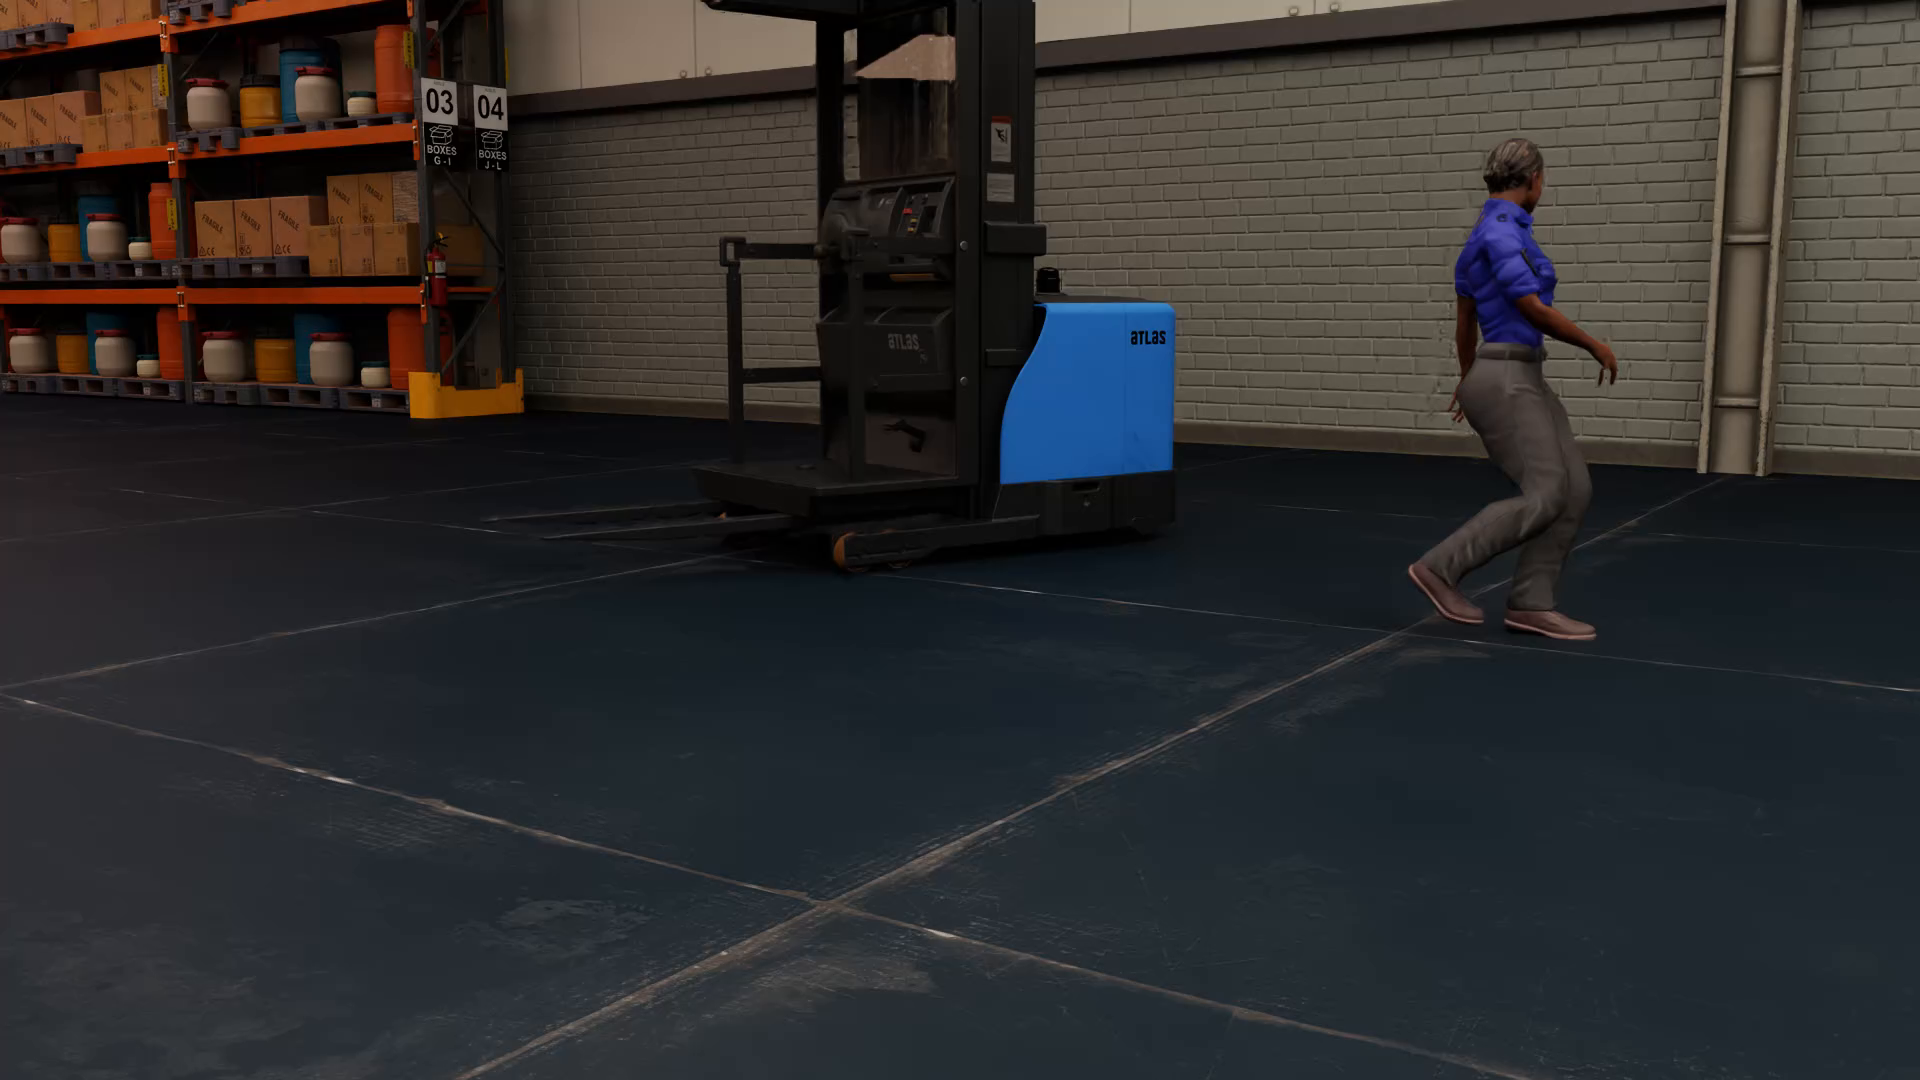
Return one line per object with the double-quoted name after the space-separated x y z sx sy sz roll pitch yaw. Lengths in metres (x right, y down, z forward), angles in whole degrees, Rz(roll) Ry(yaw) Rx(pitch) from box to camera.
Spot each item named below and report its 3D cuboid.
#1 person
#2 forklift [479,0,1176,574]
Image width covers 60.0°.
1.814 -0.488 5.399 0.603 1.603 0.595 4 9 26 "person"
-0.491 -1.400 7.039 3.031 2.935 1.130 -6 10 -36 "forklift"
